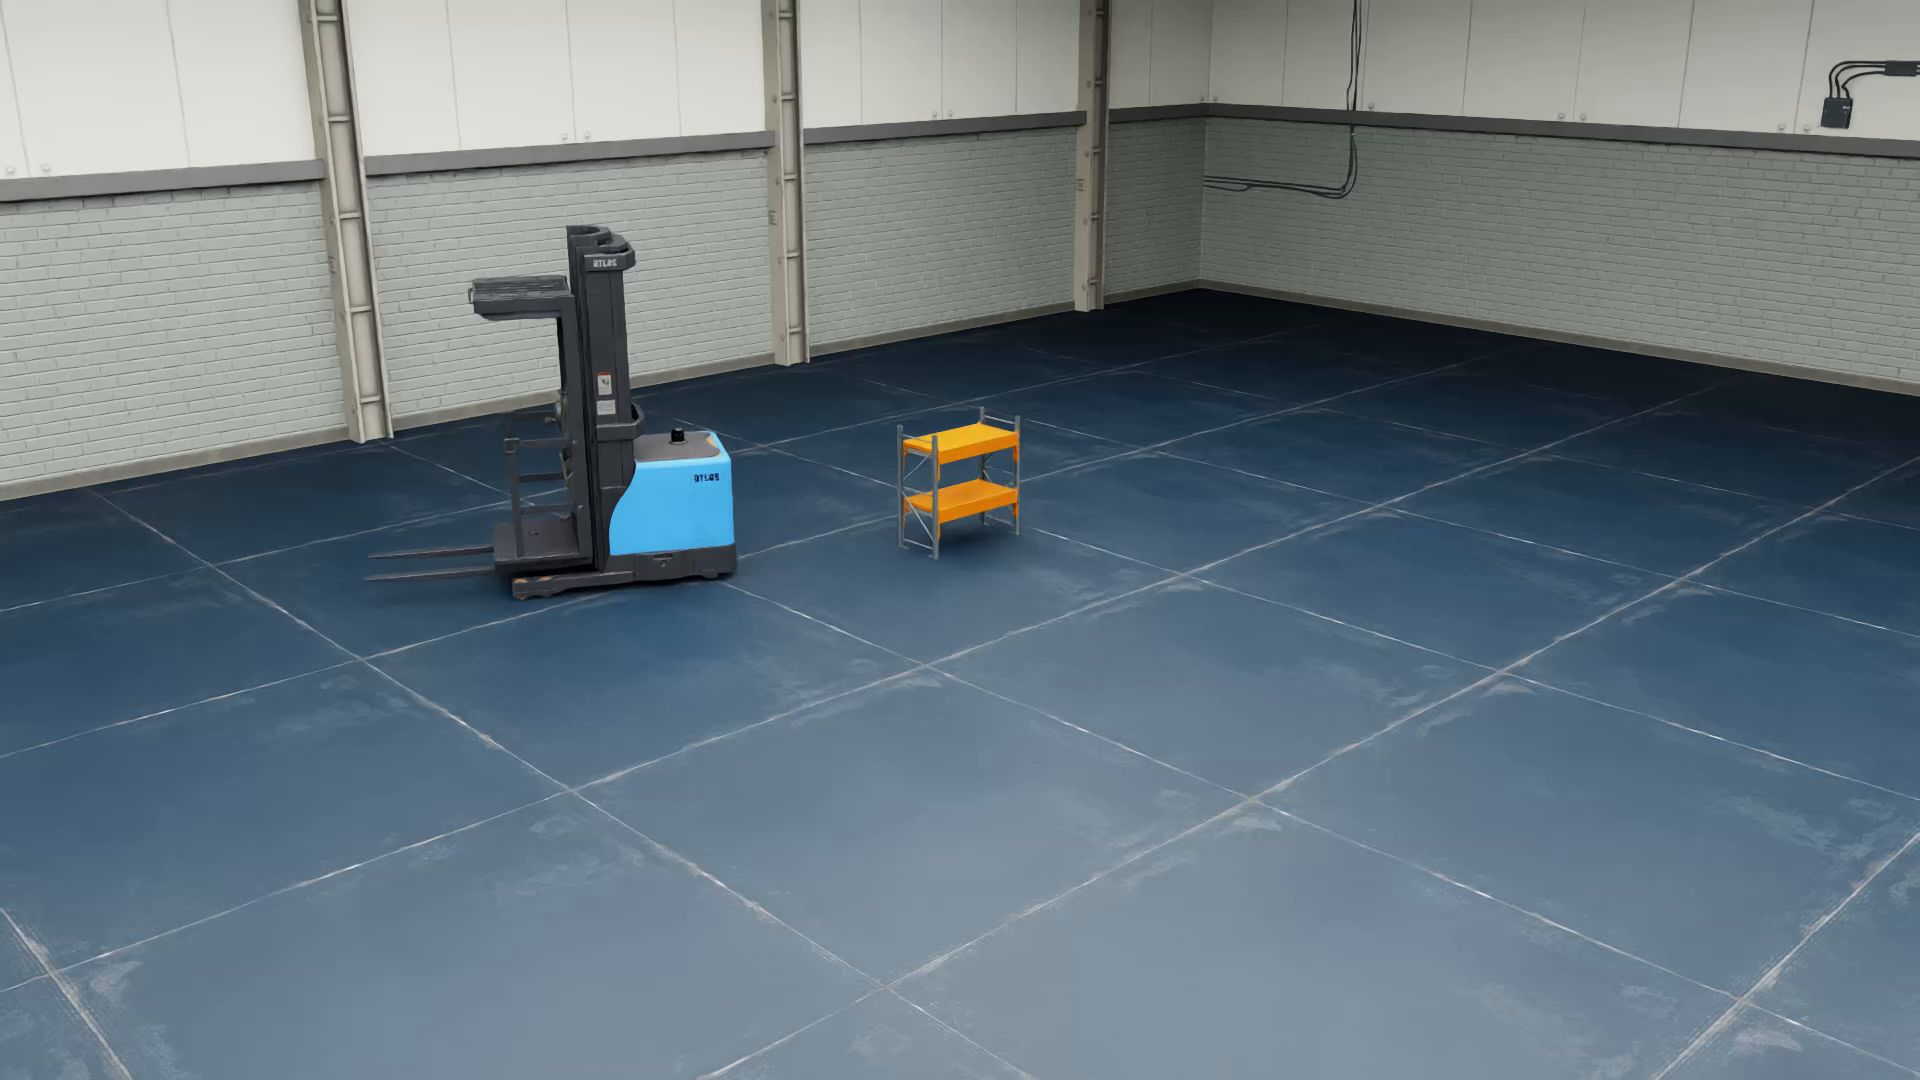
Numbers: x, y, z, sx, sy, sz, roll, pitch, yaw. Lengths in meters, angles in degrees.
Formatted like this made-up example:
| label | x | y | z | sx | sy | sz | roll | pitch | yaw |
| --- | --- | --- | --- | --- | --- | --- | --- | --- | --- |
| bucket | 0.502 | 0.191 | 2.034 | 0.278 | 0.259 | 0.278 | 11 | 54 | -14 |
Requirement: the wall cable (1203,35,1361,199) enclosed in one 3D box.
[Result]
| label | x | y | z | sx | sy | sz | roll | pitch | yaw |
| --- | --- | --- | --- | --- | --- | --- | --- | --- | --- |
| wall cable | 5.109 | -6.829 | 26.756 | 0.112 | 2.526 | 3.097 | -16 | 24 | -41 |

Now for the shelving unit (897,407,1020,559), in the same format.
| label | x | y | z | sx | sy | sz | roll | pitch | yaw |
| --- | --- | --- | --- | --- | --- | --- | --- | --- | --- |
| shelving unit | -0.005 | -0.534 | 15.072 | 1.048 | 1.125 | 0.538 | -16 | 24 | -41 |

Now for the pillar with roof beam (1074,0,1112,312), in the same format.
| label | x | y | z | sx | sy | sz | roll | pitch | yaw |
| --- | --- | --- | --- | --- | --- | --- | --- | --- | --- |
| pillar with roof beam | 5.017 | -7.013 | 22.290 | 0.400 | 9.000 | 9.100 | -16 | 24 | -41 |

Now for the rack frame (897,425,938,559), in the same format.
| label | x | y | z | sx | sy | sz | roll | pitch | yaw |
| --- | --- | --- | --- | --- | --- | --- | --- | --- | --- |
| rack frame | -0.374 | -0.426 | 14.740 | 0.032 | 1.125 | 0.500 | -16 | 24 | -41 |

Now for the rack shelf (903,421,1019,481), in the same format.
| label | x | y | z | sx | sy | sz | roll | pitch | yaw |
| --- | --- | --- | --- | --- | --- | --- | --- | --- | --- |
| rack shelf | -0.005 | -0.812 | 14.982 | 1.000 | 0.278 | 0.538 | -16 | 24 | -41 |

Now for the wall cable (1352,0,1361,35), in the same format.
| label | x | y | z | sx | sy | sz | roll | pitch | yaw |
| --- | --- | --- | --- | --- | --- | --- | --- | --- | --- |
| wall cable | 6.968 | -8.625 | 24.107 | 0.112 | 2.526 | 3.097 | -16 | 24 | -41 |

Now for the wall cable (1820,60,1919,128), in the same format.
| label | x | y | z | sx | sy | sz | roll | pitch | yaw |
| --- | --- | --- | --- | --- | --- | --- | --- | --- | --- |
| wall cable | 11.620 | -7.793 | 19.180 | 0.169 | 6.003 | 2.305 | -16 | 24 | -41 |

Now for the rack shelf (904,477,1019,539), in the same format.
| label | x | y | z | sx | sy | sz | roll | pitch | yaw |
| --- | --- | --- | --- | --- | --- | --- | --- | --- | --- |
| rack shelf | -0.005 | -0.301 | 15.148 | 1.000 | 0.278 | 0.538 | -16 | 24 | -41 |

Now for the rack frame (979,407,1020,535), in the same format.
| label | x | y | z | sx | sy | sz | roll | pitch | yaw |
| --- | --- | --- | --- | --- | --- | --- | --- | --- | --- |
| rack frame | 0.364 | -0.641 | 15.404 | 0.032 | 1.125 | 0.500 | -16 | 24 | -41 |

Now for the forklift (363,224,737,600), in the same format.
| label | x | y | z | sx | sy | sz | roll | pitch | yaw |
| --- | --- | --- | --- | --- | --- | --- | --- | --- | --- |
| forklift | -3.488 | -1.084 | 13.841 | 3.031 | 2.935 | 1.130 | -5 | 19 | -15 |

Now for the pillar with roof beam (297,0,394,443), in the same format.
| label | x | y | z | sx | sy | sz | roll | pitch | yaw |
| --- | --- | --- | --- | --- | --- | --- | --- | --- | --- |
| pillar with roof beam | -3.702 | -4.470 | 14.448 | 0.400 | 9.000 | 9.100 | -16 | 24 | -41 |

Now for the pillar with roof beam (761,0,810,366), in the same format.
| label | x | y | z | sx | sy | sz | roll | pitch | yaw |
| --- | --- | --- | --- | --- | --- | --- | --- | --- | --- |
| pillar with roof beam | 0.658 | -5.742 | 18.369 | 0.400 | 9.000 | 9.100 | -16 | 24 | -41 |
